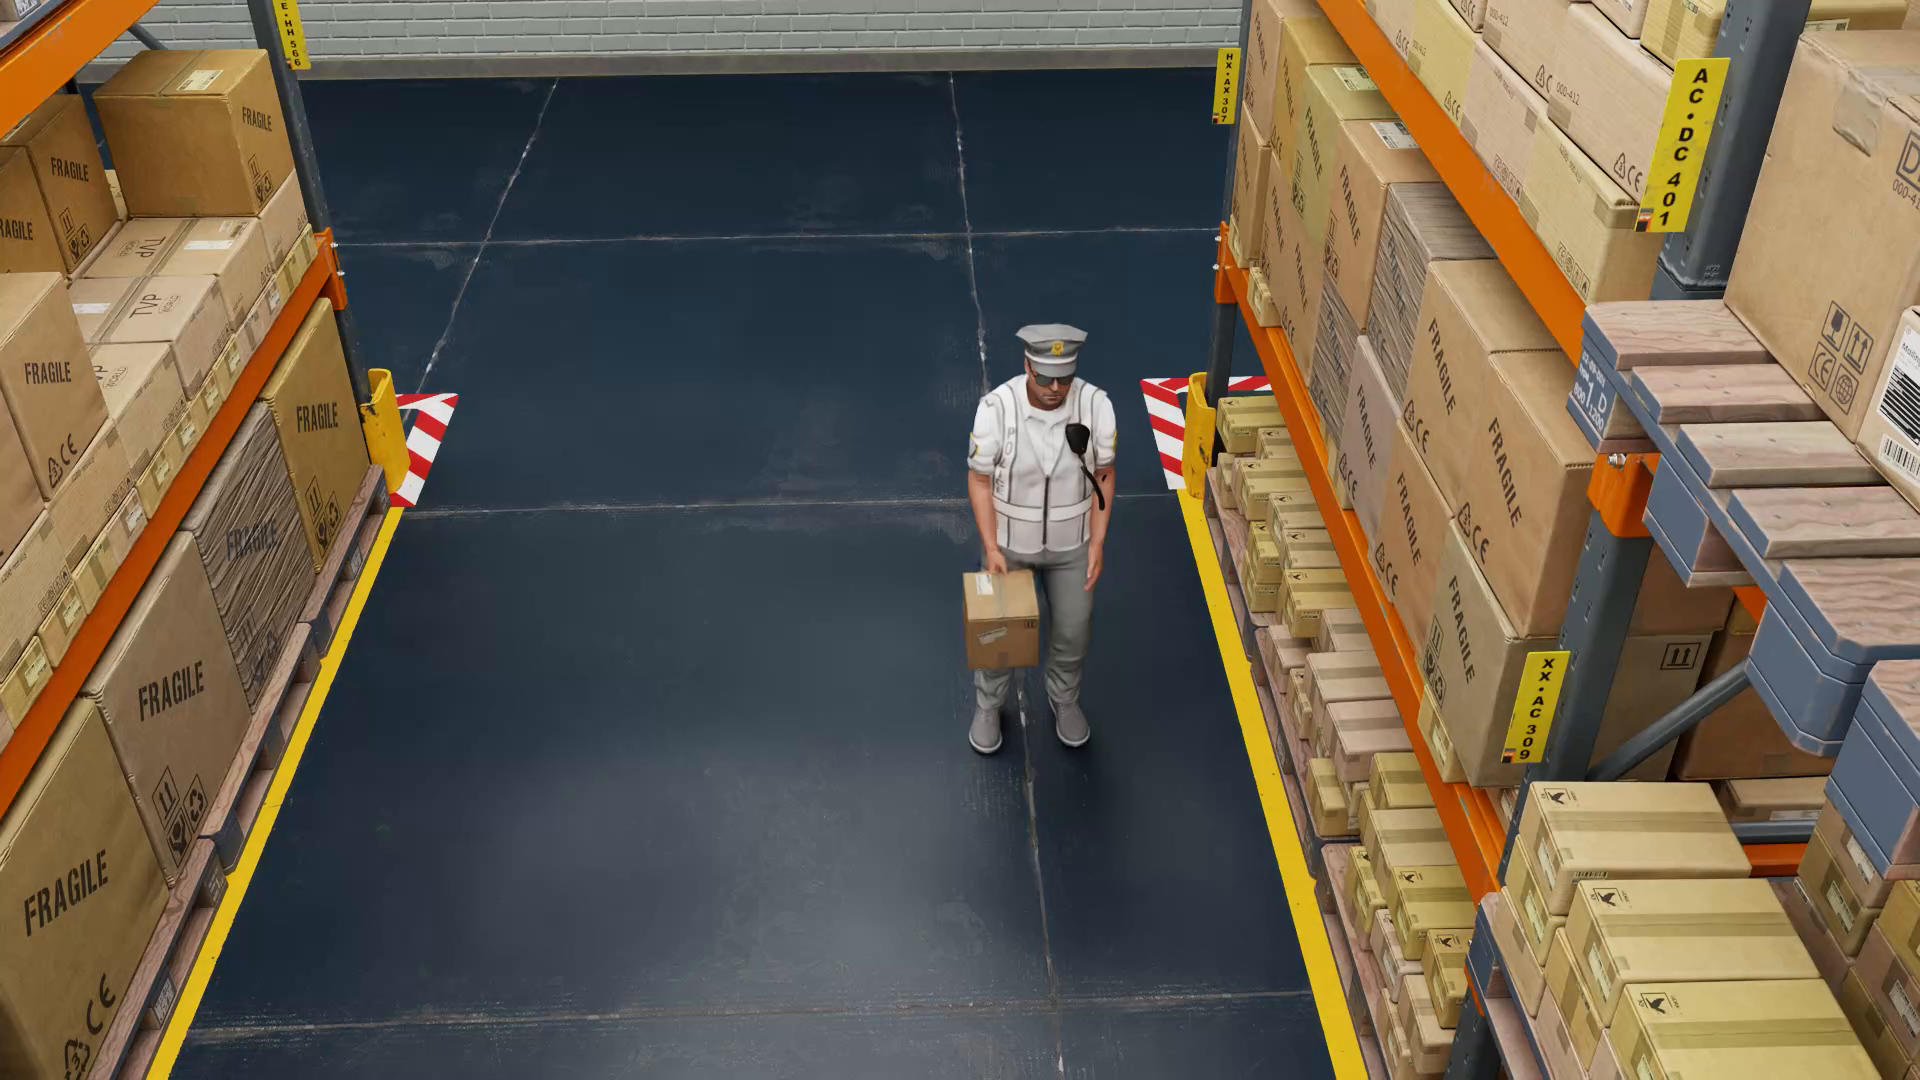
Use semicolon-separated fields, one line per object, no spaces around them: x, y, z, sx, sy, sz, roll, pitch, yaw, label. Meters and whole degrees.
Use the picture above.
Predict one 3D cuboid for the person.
0.297;-0.008;6.135;0.542;1.765;0.456;-3;35;-4;person
